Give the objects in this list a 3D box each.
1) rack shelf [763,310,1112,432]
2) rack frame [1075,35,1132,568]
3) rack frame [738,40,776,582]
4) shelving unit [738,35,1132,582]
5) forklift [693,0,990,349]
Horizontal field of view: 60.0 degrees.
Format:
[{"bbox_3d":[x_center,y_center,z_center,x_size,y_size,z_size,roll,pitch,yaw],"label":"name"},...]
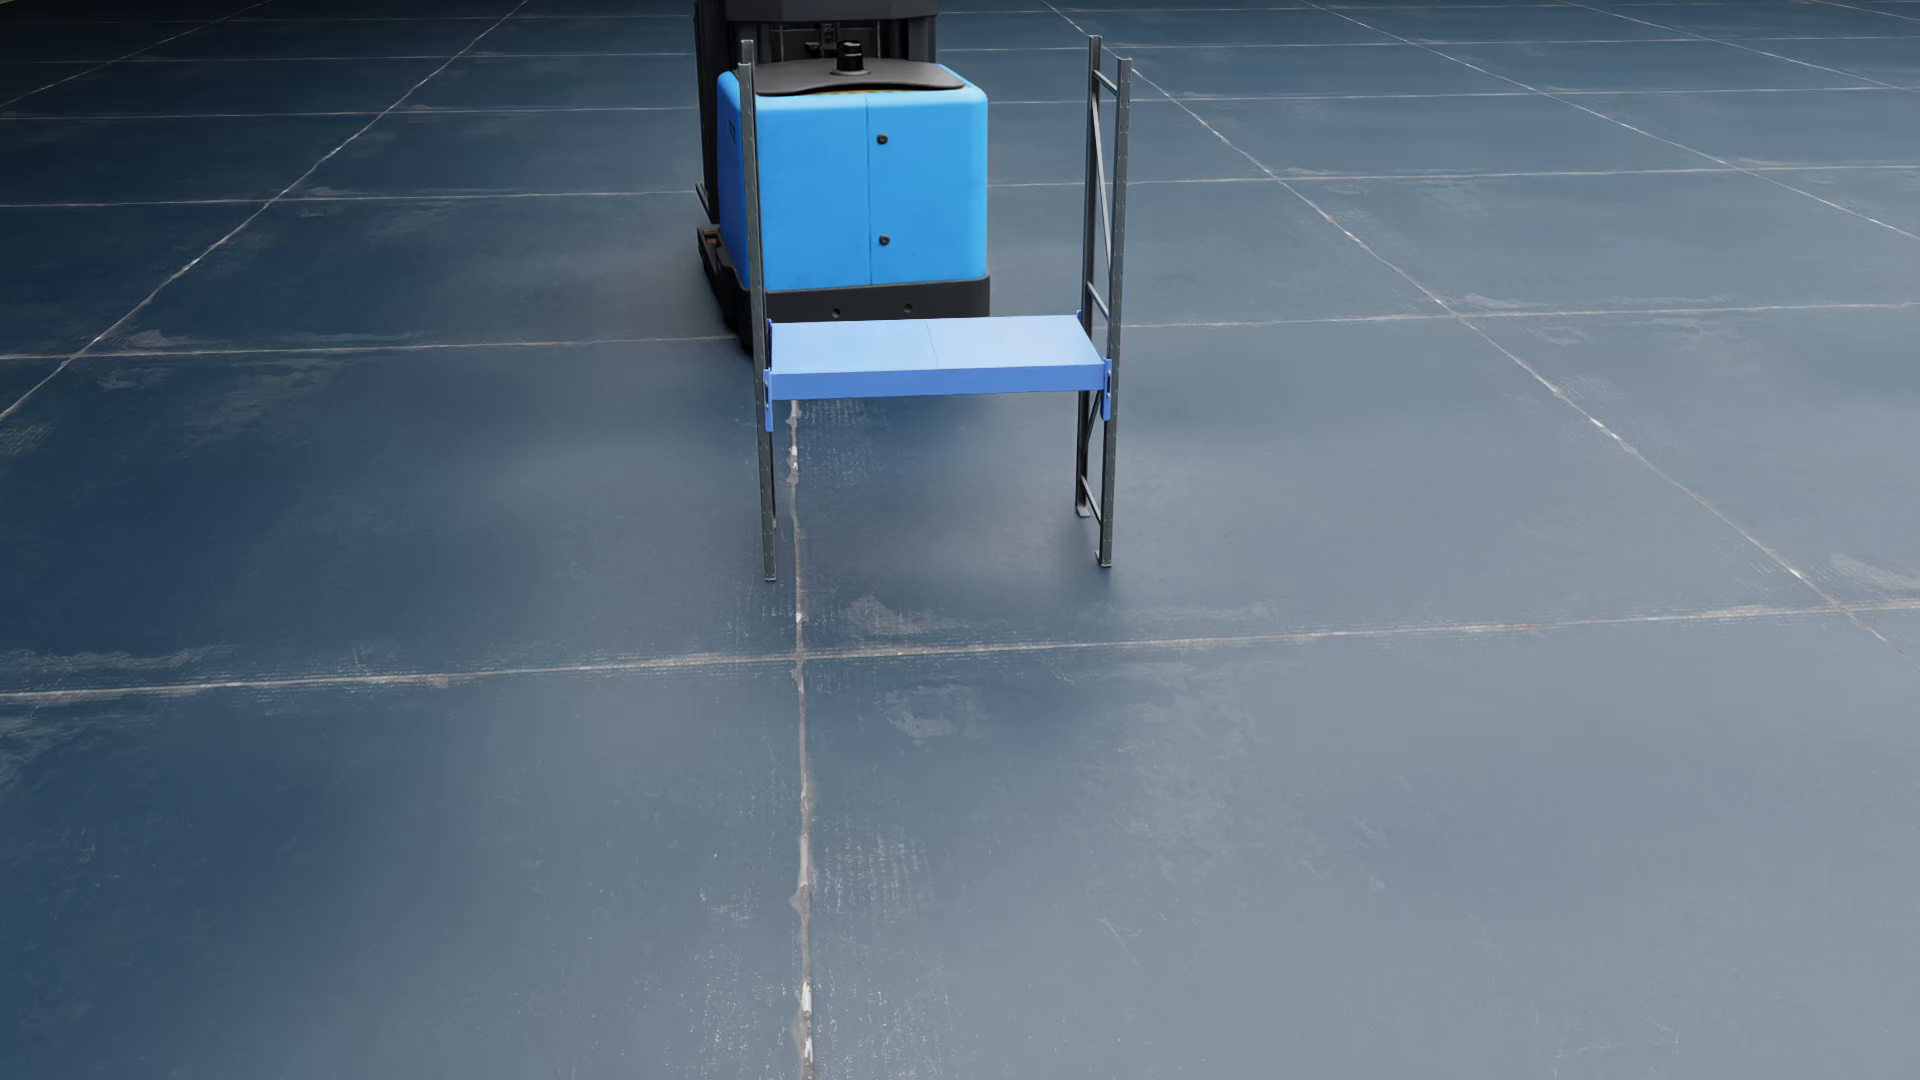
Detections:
[{"bbox_3d":[-0.085,-0.518,5.011,1.000,0.185,0.538,-2,24,-5],"label":"rack shelf"},{"bbox_3d":[0.421,-0.702,4.983,0.032,1.500,0.500,-2,24,-5],"label":"rack frame"},{"bbox_3d":[-0.591,-0.662,4.892,0.032,1.500,0.500,-2,24,-5],"label":"rack frame"},{"bbox_3d":[-0.085,-0.682,4.938,1.048,1.500,0.538,-2,24,-5],"label":"shelving unit"},{"bbox_3d":[-0.709,-2.696,7.706,1.130,2.935,3.031,-5,25,-12],"label":"forklift"}]
